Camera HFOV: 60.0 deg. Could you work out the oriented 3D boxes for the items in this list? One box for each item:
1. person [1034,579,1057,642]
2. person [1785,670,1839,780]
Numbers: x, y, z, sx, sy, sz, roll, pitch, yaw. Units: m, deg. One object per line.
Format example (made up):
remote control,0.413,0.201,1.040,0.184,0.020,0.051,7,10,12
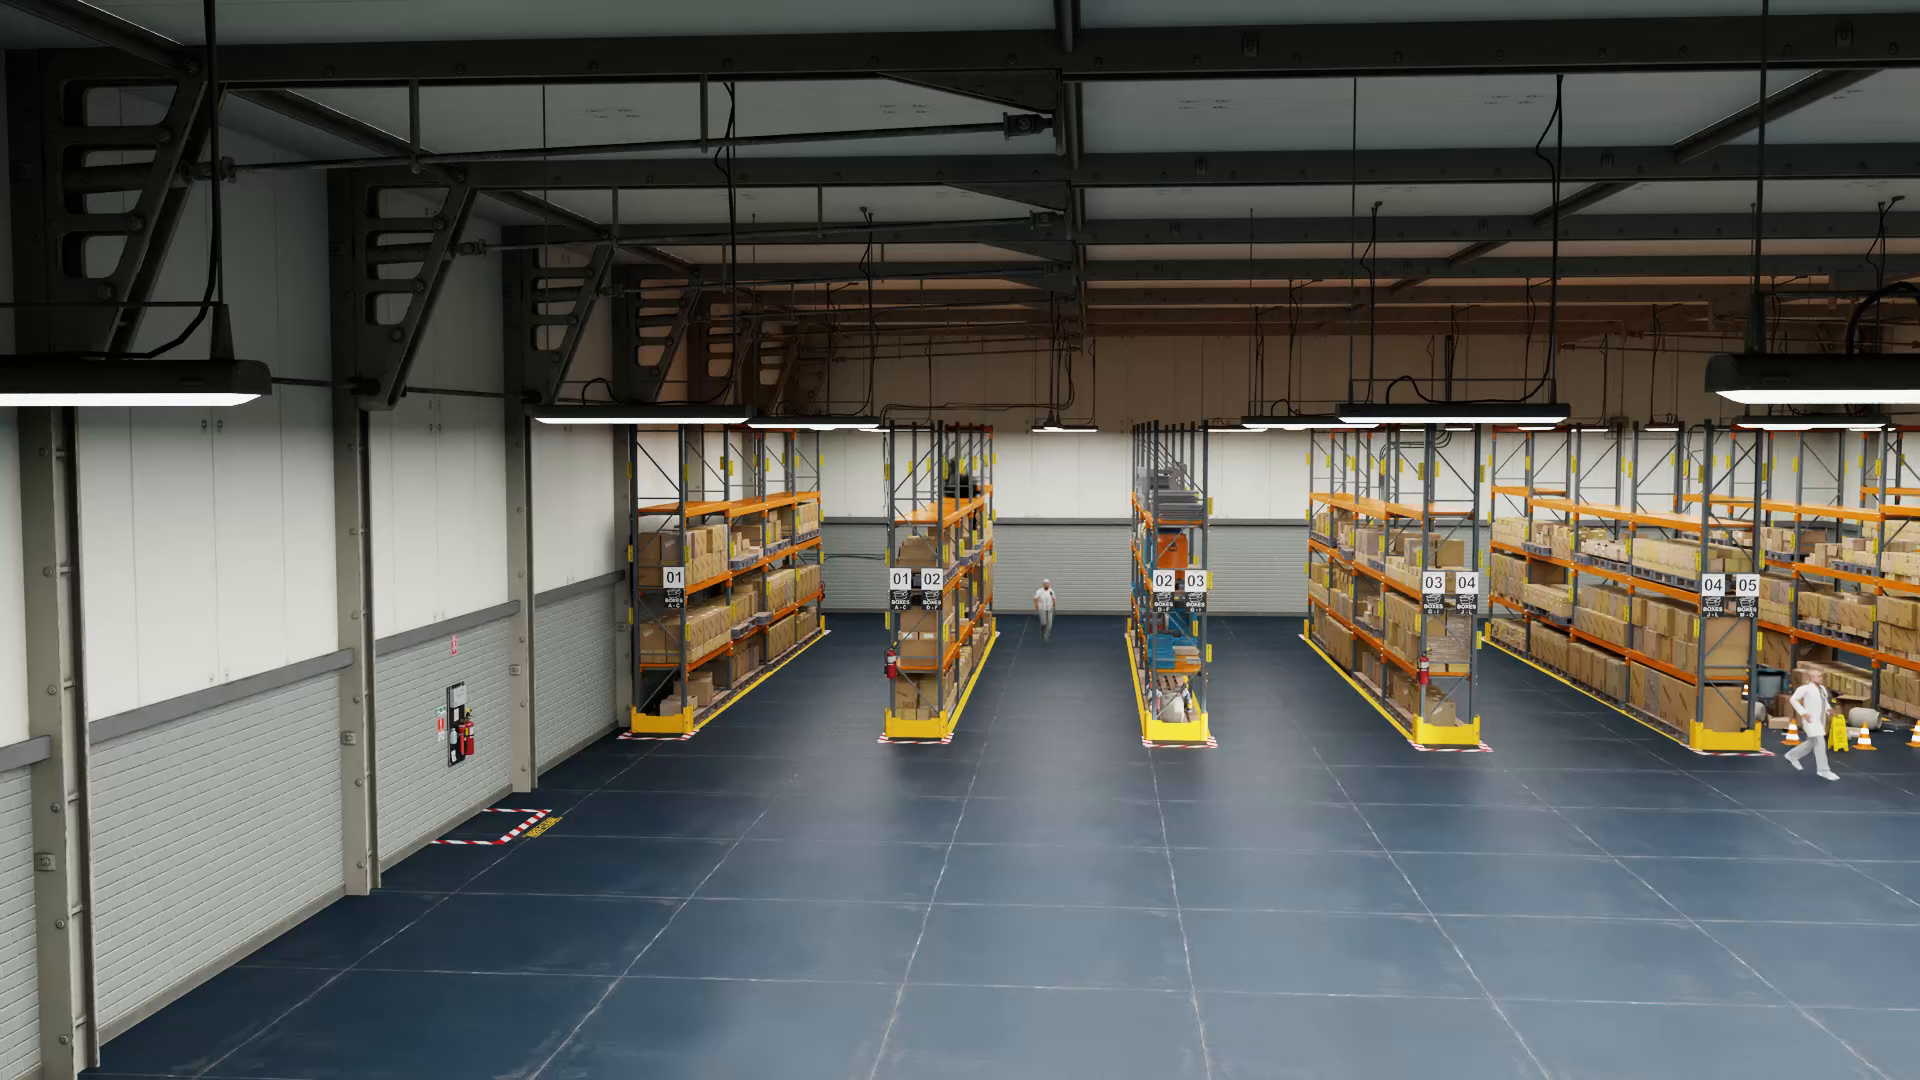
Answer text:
person,2.265,1.856,43.766,0.608,1.634,0.501,-1,4,-8
person,14.300,3.065,27.892,0.707,1.790,0.992,-2,4,-32
